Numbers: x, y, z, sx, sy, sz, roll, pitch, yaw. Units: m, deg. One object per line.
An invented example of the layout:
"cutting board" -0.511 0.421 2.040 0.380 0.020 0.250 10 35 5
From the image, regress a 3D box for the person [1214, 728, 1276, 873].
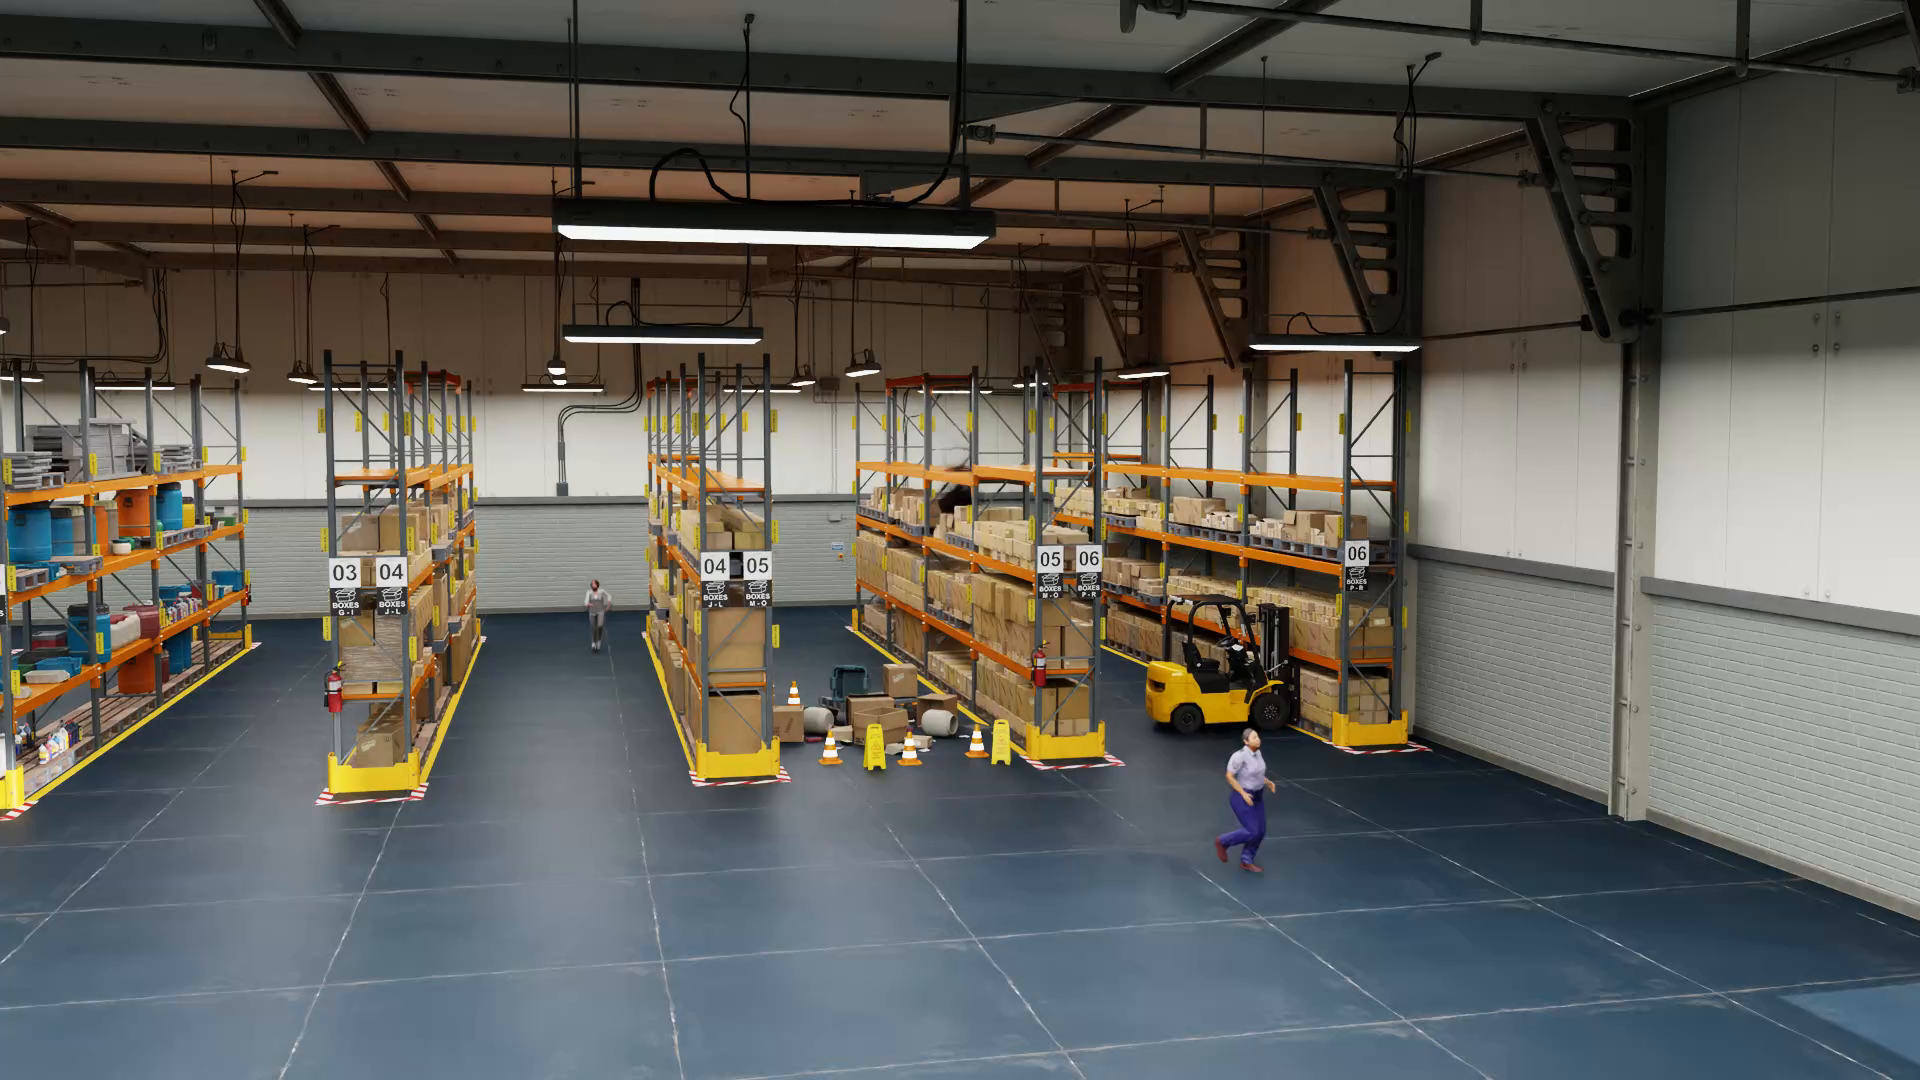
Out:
"person" 3.221 2.915 18.688 0.596 1.610 0.600 3 5 38

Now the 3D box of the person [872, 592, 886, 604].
"person" -2.011 1.231 41.908 0.727 1.696 0.726 3 5 32

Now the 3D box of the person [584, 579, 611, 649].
"person" -8.017 1.638 36.782 0.556 1.549 0.786 0 4 -7
